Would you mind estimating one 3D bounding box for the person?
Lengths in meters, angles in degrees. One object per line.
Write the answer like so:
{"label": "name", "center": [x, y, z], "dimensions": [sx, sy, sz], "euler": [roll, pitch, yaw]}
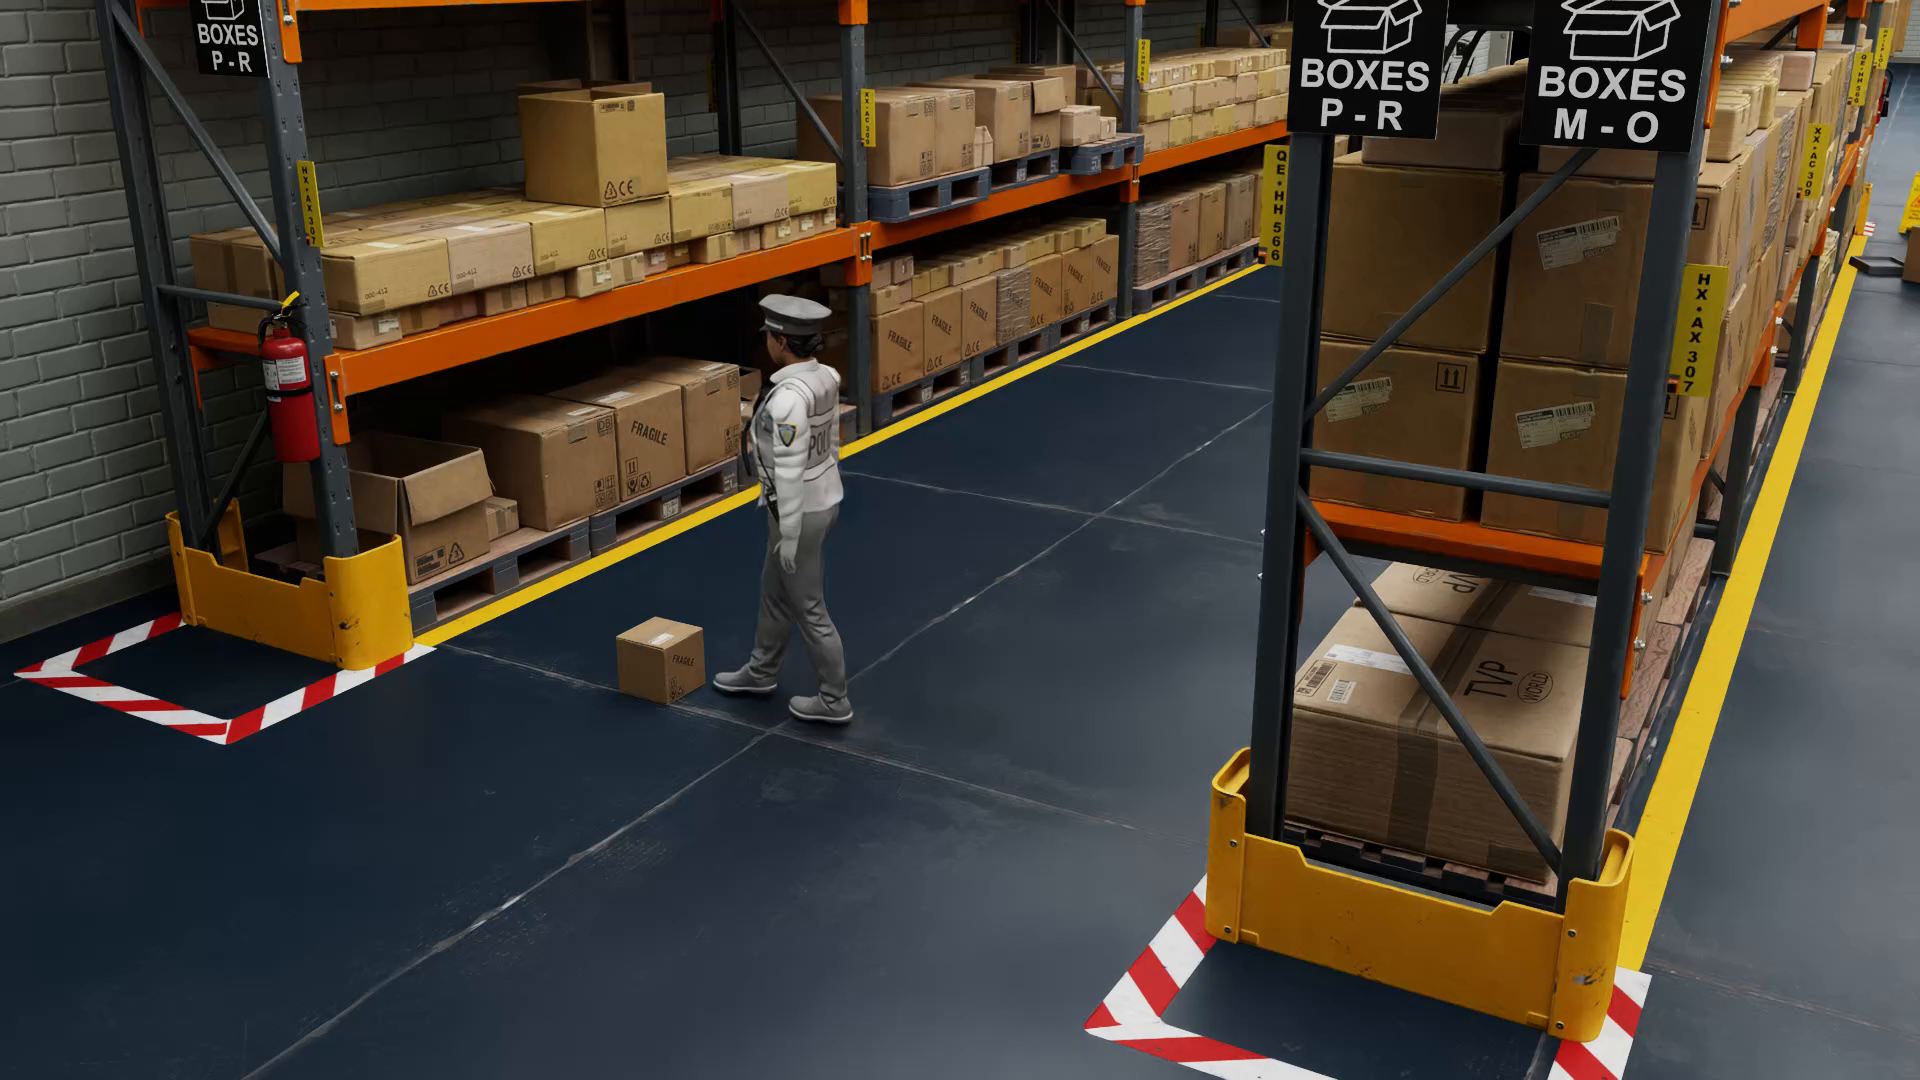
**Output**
{"label": "person", "center": [-0.729, -0.109, 6.332], "dimensions": [0.647, 1.663, 0.507], "euler": [5, 20, 13]}
